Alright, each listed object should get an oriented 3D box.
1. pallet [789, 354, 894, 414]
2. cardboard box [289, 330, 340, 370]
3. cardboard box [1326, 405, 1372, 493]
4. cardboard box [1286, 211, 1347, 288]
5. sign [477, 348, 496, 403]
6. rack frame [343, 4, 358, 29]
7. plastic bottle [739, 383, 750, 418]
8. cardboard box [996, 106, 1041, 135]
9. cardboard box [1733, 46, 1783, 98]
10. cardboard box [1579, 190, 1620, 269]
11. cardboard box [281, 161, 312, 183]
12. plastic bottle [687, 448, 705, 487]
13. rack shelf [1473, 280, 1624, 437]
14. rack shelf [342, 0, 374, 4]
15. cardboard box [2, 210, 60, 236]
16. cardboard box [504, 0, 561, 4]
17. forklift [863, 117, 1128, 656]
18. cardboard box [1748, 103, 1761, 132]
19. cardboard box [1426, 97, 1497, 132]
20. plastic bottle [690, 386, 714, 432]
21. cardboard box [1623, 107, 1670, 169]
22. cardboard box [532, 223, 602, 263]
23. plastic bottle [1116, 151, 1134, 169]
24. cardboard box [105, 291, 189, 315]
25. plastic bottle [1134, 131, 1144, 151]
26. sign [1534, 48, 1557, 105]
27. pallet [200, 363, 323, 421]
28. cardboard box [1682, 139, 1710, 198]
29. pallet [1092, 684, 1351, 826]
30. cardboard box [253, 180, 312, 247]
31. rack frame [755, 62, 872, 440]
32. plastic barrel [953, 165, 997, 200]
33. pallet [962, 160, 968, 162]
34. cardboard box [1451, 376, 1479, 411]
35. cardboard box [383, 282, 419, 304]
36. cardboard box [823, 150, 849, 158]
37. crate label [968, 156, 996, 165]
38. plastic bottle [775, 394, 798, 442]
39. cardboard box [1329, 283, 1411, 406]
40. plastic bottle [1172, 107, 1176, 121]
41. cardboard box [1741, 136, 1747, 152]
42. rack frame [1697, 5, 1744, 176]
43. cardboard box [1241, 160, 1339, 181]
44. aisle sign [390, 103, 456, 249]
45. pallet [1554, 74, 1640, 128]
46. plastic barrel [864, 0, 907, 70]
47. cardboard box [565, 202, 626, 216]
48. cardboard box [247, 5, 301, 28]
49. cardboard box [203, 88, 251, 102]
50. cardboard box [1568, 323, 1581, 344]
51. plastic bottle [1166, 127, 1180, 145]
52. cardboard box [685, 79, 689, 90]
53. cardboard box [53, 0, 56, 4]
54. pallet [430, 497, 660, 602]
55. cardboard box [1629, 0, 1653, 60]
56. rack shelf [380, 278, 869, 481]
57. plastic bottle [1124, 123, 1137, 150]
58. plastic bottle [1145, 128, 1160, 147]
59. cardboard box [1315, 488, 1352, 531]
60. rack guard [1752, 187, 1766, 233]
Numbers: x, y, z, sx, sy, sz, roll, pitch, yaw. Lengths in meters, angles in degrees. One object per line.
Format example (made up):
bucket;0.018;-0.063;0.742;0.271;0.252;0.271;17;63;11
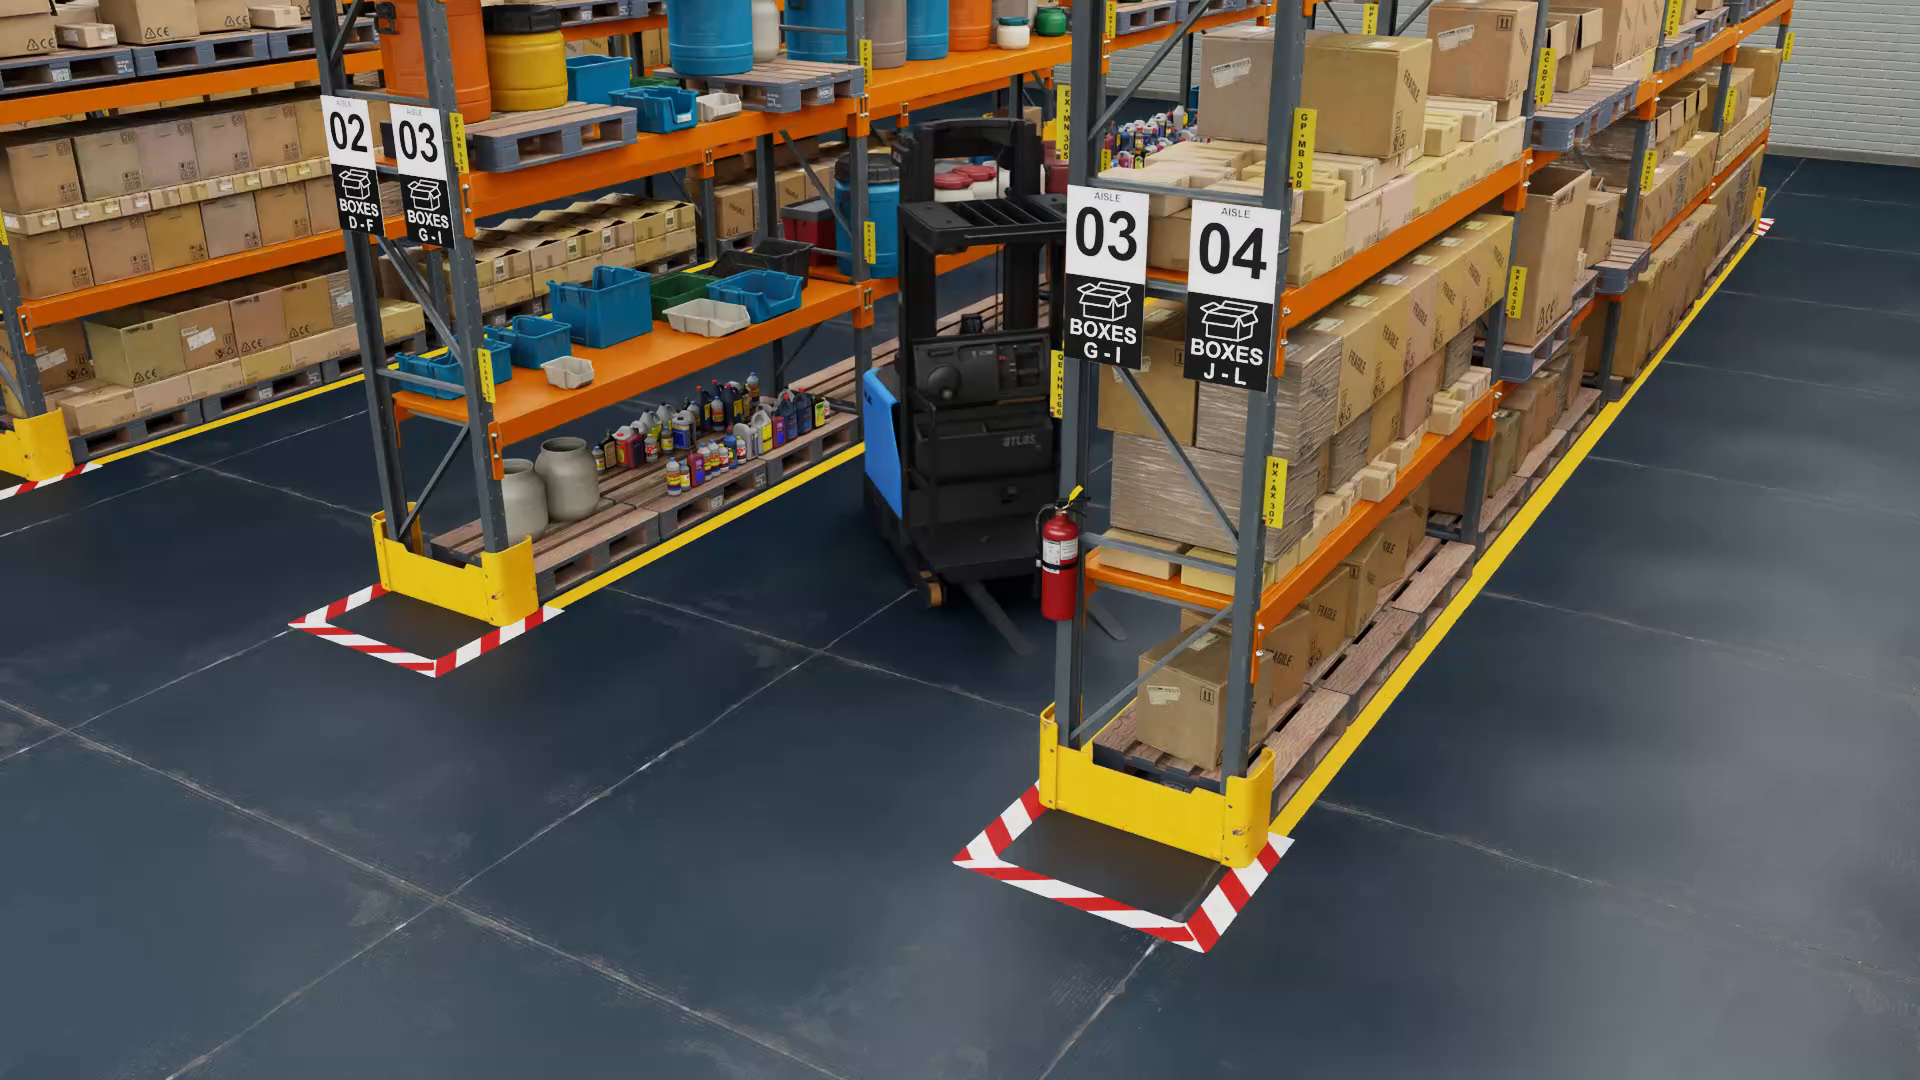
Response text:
pallet;-0.786;-1.309;14.508;1.003;0.211;1.213;14;27;29
cardboard box;-5.955;-1.745;14.937;0.500;0.250;0.500;14;27;29
cardboard box;1.707;-0.643;8.960;0.875;0.500;0.500;14;27;29
cardboard box;1.405;-1.344;7.491;0.500;0.250;0.500;15;27;30
sign;-2.812;-0.976;9.879;0.100;0.325;0.005;14;27;29
rack frame;-7.474;-5.742;21.237;1.000;3.000;0.127;14;27;29
plastic bottle;-1.764;-1.118;13.422;0.061;0.283;0.133;14;27;29
cardboard box;0.879;-6.224;24.945;0.500;0.500;0.500;14;27;29
cardboard box;9.337;-5.520;19.595;0.500;0.500;0.500;14;27;30
cardboard box;4.691;-2.466;13.016;0.700;0.500;0.500;19;30;37
cardboard box;-5.873;-3.218;14.467;0.380;0.149;0.250;14;27;29
plastic bottle;-1.921;-0.540;12.087;0.061;0.283;0.133;14;27;30
rack shelf;4.096;-1.622;12.627;1.077;0.370;4.000;14;27;29
rack shelf;-8.529;-6.113;19.225;1.077;0.370;4.000;14;27;29
cardboard box;-7.093;-2.435;12.658;0.380;0.149;0.250;14;27;29
cardboard box;-4.312;-5.488;16.535;0.500;0.250;0.500;11;26;25
forklift;0.219;-1.085;10.568;1.130;2.935;3.031;-7;24;-16
cardboard box;8.804;-4.833;18.953;0.500;0.250;0.500;13;27;27
cardboard box;2.838;-2.424;9.485;0.380;0.149;0.250;12;26;26
plastic bottle;-2.045;-1.052;13.186;0.144;0.351;0.185;13;26;27
cardboard box;5.896;-3.596;14.893;0.797;0.503;0.637;15;27;30
cardboard box;-4.134;-3.149;17.476;0.500;0.311;0.500;15;27;30
plastic bottle;1.690;-3.843;17.007;0.152;0.276;0.135;14;27;29
cardboard box;-6.938;-1.864;14.268;0.500;0.500;0.500;14;27;29
plastic bottle;1.990;-4.437;18.474;0.097;0.201;0.097;0;23;0
sign;3.506;-2.780;9.970;0.100;0.325;0.005;14;27;29
pallet;-6.471;-1.402;14.723;1.003;0.211;1.213;14;27;29
cardboard box;6.979;-3.643;16.263;0.500;0.500;0.500;15;27;31
pallet;1.430;1.060;9.036;1.003;0.211;1.213;14;27;29
cardboard box;-6.142;-2.902;14.551;0.700;0.500;0.500;14;27;30
rack frame;-1.167;-2.315;13.323;1.000;3.000;0.127;14;27;29
plastic barrel;0.139;-3.048;14.845;0.433;0.535;0.433;0;23;0
pallet;-0.147;-5.420;24.004;1.003;0.211;1.213;14;27;29
cardboard box;3.037;-0.946;10.475;0.380;0.149;0.250;14;27;29
cardboard box;-5.401;-2.486;16.650;0.500;0.250;0.500;14;27;28
cardboard box;-1.438;-4.718;21.465;0.500;0.500;0.500;14;27;29
crate label;0.189;-3.403;15.791;0.502;0.435;0.616;14;27;29
plastic bottle;-1.363;-0.959;12.970;0.144;0.351;0.185;12;26;26
cardboard box;1.985;-1.033;8.603;0.500;0.500;0.500;14;27;29
plastic bottle;2.497;-4.928;19.504;0.061;0.283;0.133;14;27;29
cardboard box;8.520;-4.419;18.498;0.380;0.149;0.250;13;27;27
rack frame;7.261;-3.977;17.162;1.000;3.000;0.127;14;27;29
cardboard box;1.520;-1.641;7.676;0.380;0.149;0.250;13;27;28
aisle sign;-3.066;-2.073;9.490;0.394;0.787;0.004;14;27;29
pallet;4.002;-3.104;11.606;1.213;0.211;1.003;14;27;29
plastic barrel;-0.738;-4.360;13.639;0.600;0.901;0.600;0;23;0
cardboard box;-4.059;-3.599;18.514;0.500;0.311;0.500;13;27;28
cardboard box;-5.777;-4.408;13.993;0.380;0.149;0.250;14;27;29
cardboard box;-8.664;-5.220;19.352;0.700;0.500;0.500;18;29;36
cardboard box;4.823;-1.794;13.767;0.500;0.250;0.500;15;28;31
plastic bottle;2.265;-4.242;17.836;0.144;0.351;0.185;14;27;29
cardboard box;-3.027;-5.179;19.284;0.700;0.500;0.500;5;24;11
cardboard box;-9.641;-5.600;16.983;0.500;0.500;0.500;15;27;30
pallet;-2.844;0.006;11.471;1.003;0.211;1.213;14;27;29
cardboard box;4.851;-3.891;12.430;0.500;0.500;0.500;14;27;29
rack shelf;-2.222;-1.310;11.906;1.077;0.370;4.000;14;27;29
plastic bottle;1.874;-4.491;18.505;0.152;0.276;0.135;14;27;29
plastic bottle;2.065;-4.229;17.804;0.144;0.351;0.185;14;27;29
cardboard box;1.829;-0.192;8.733;0.380;0.149;0.250;14;27;29
rack guard;9.384;-4.189;20.796;1.175;0.500;0.348;14;27;29
